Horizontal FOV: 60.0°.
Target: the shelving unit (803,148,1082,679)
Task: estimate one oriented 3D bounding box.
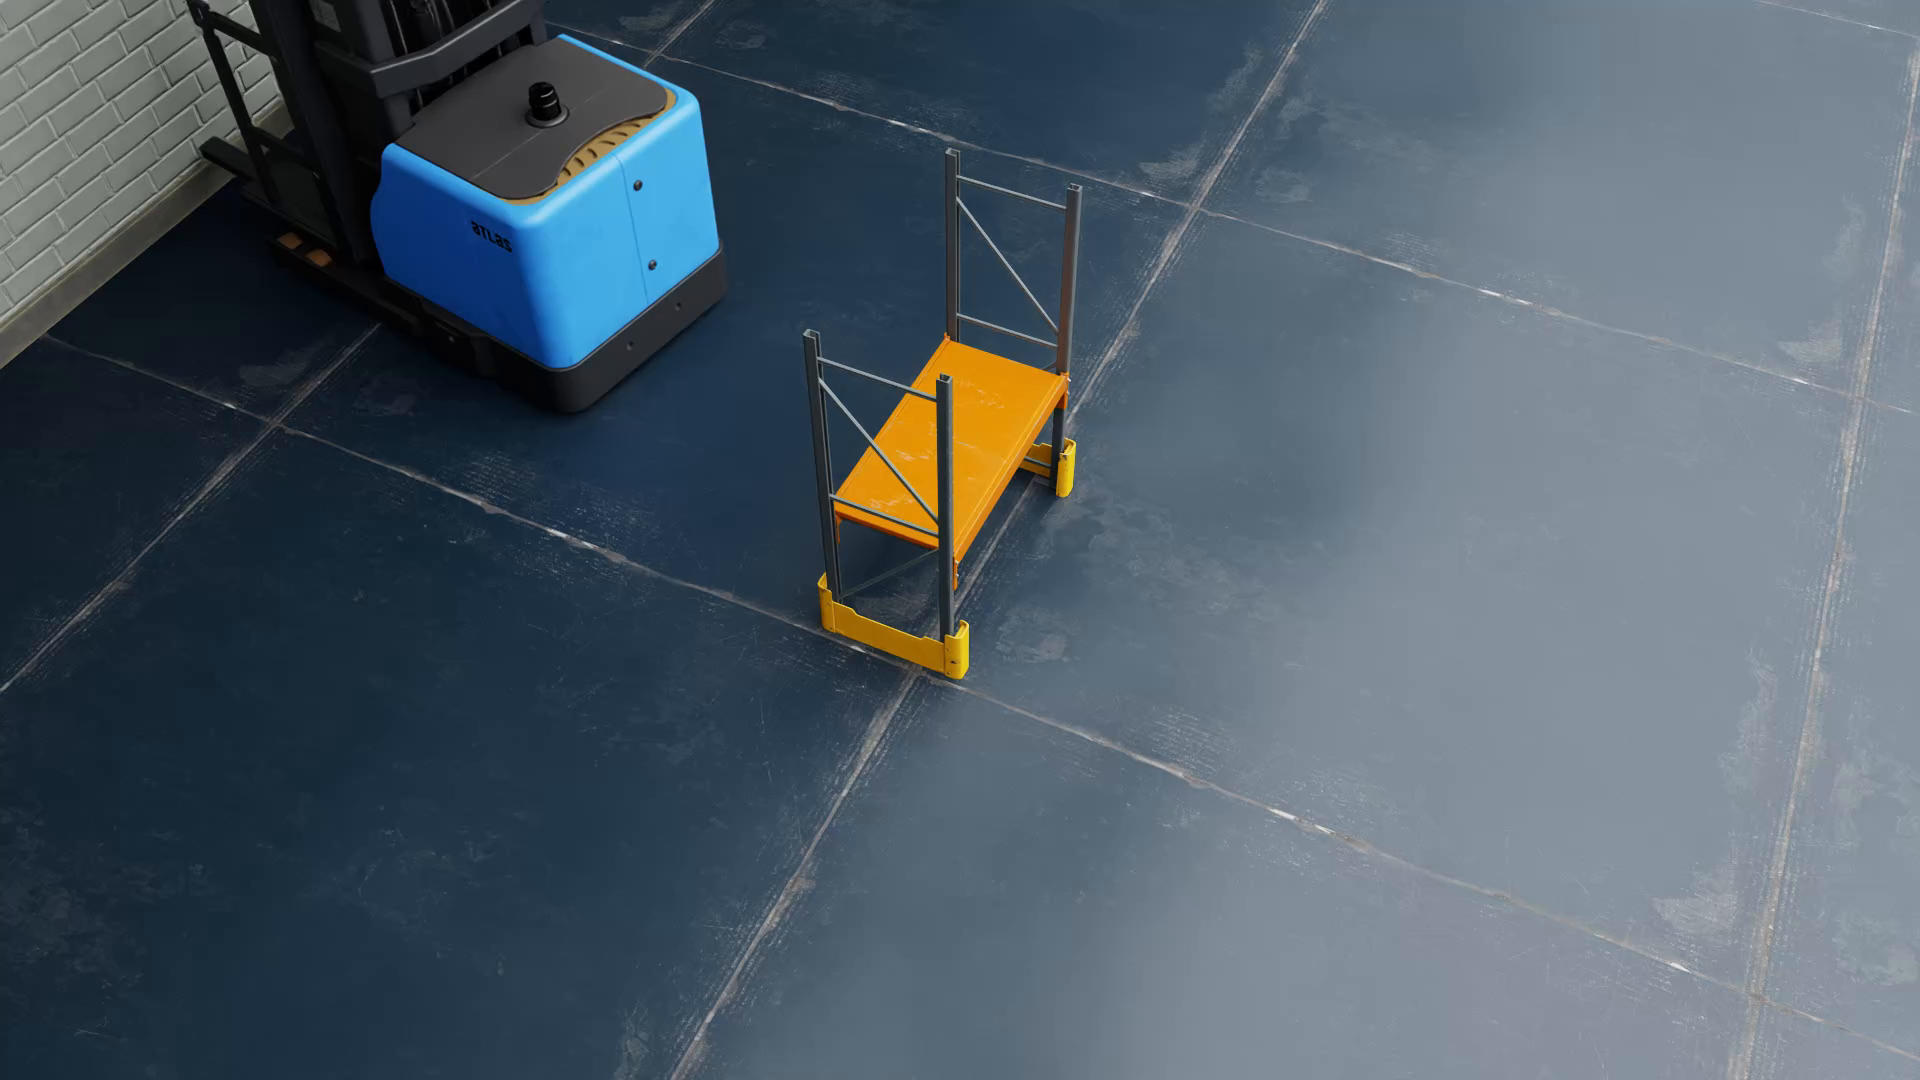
[{"bbox_3d":[-0.033,-0.434,5.949,0.587,1.500,1.083,20,52,16],"label":"shelving unit"}]

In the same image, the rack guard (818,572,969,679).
[{"bbox_3d":[-0.245,0.314,6.133,0.587,0.250,0.087,20,52,16],"label":"rack guard"}]

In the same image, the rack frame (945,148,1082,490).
[{"bbox_3d":[0.181,-0.777,6.242,0.500,1.500,0.032,20,52,16],"label":"rack frame"}]

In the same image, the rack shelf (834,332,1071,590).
[{"bbox_3d":[-0.036,-0.311,6.081,0.538,0.185,1.000,20,52,16],"label":"rack shelf"}]

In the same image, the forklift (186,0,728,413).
[{"bbox_3d":[-2.527,-2.399,6.682,3.031,2.935,1.130,29,55,22],"label":"forklift"}]

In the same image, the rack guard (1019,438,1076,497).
[{"bbox_3d":[0.180,-0.371,6.717,0.587,0.250,0.087,20,52,16],"label":"rack guard"}]

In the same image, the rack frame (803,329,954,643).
[{"bbox_3d":[-0.254,-0.077,5.646,0.500,1.500,0.032,20,52,16],"label":"rack frame"}]
